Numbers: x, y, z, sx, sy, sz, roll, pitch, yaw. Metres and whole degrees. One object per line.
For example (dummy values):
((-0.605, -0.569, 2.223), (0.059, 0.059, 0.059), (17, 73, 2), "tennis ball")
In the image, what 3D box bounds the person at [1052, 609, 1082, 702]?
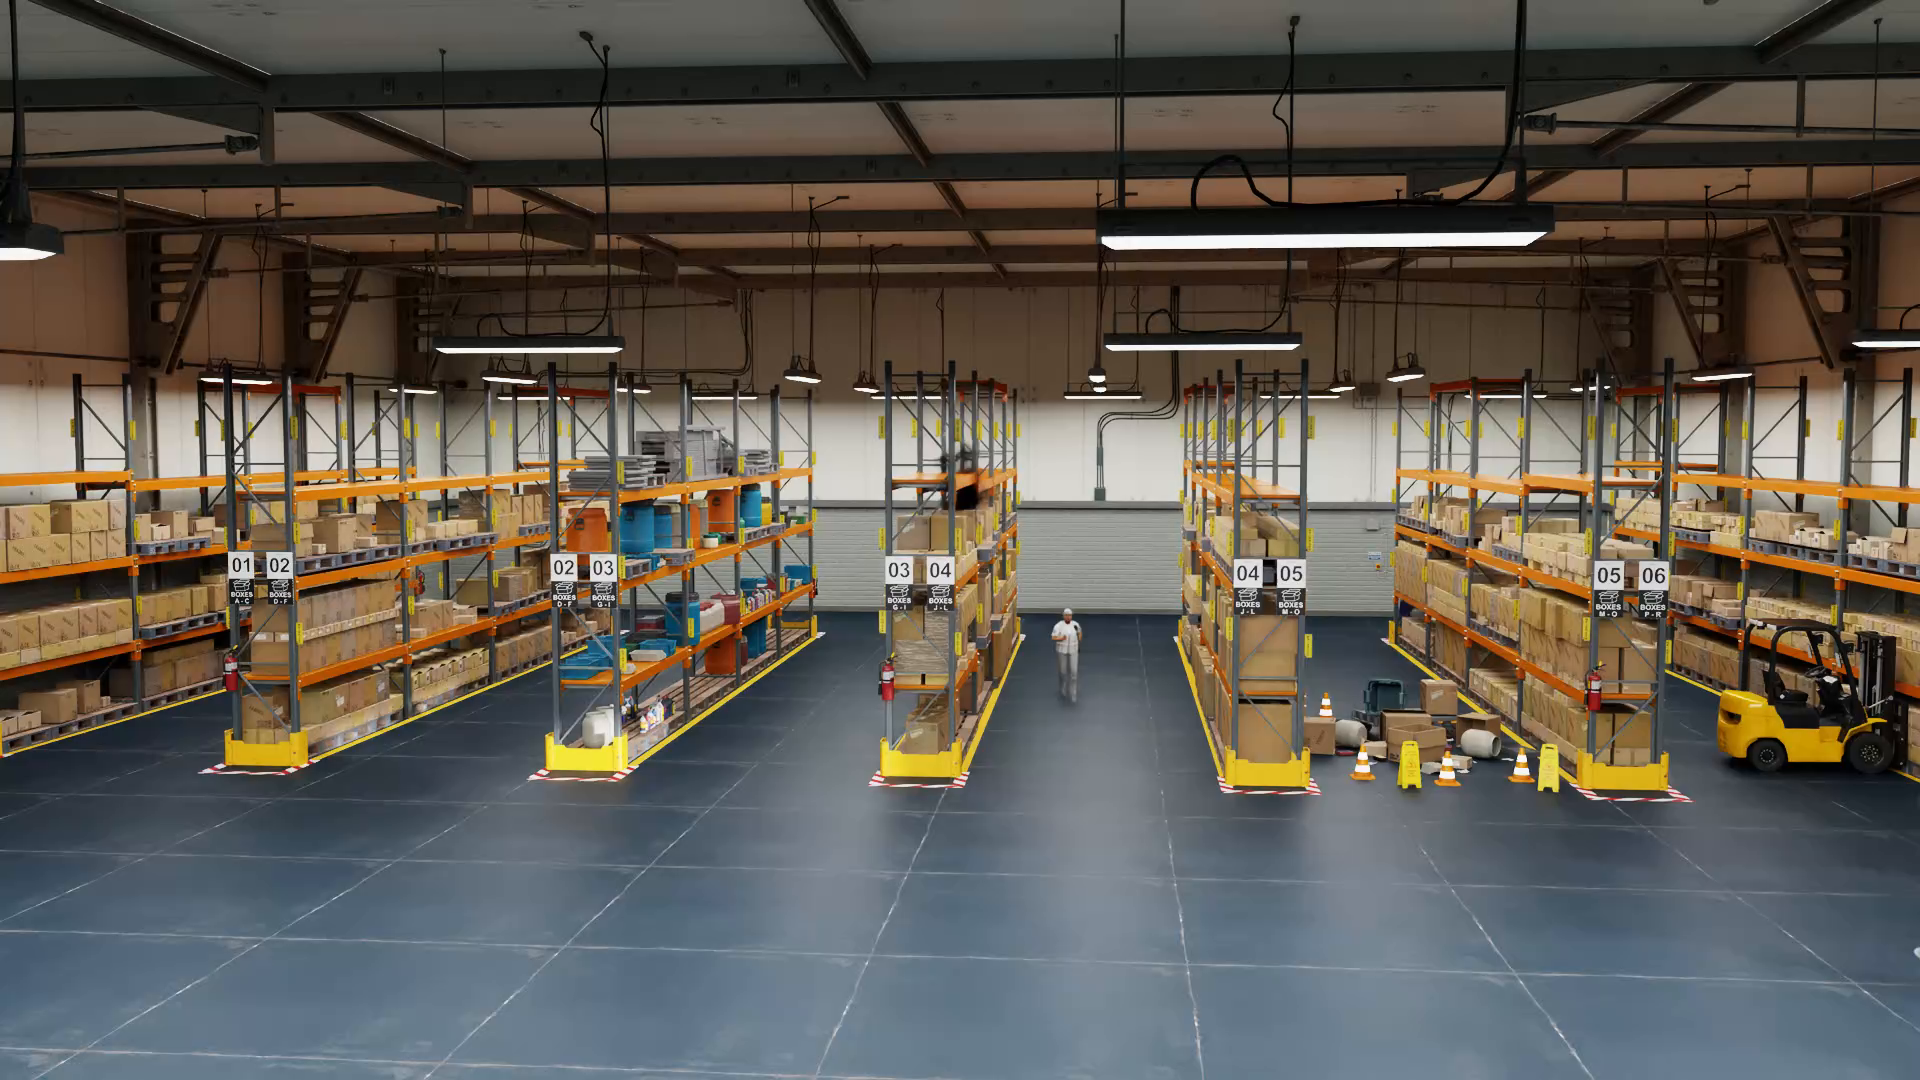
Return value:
((1.997, 2.114, 30.925), (0.597, 1.685, 0.854), (0, 4, -3), "person")

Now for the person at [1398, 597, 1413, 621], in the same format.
((10.817, 1.552, 40.467), (0.566, 1.570, 0.710), (2, 4, 27), "person")
